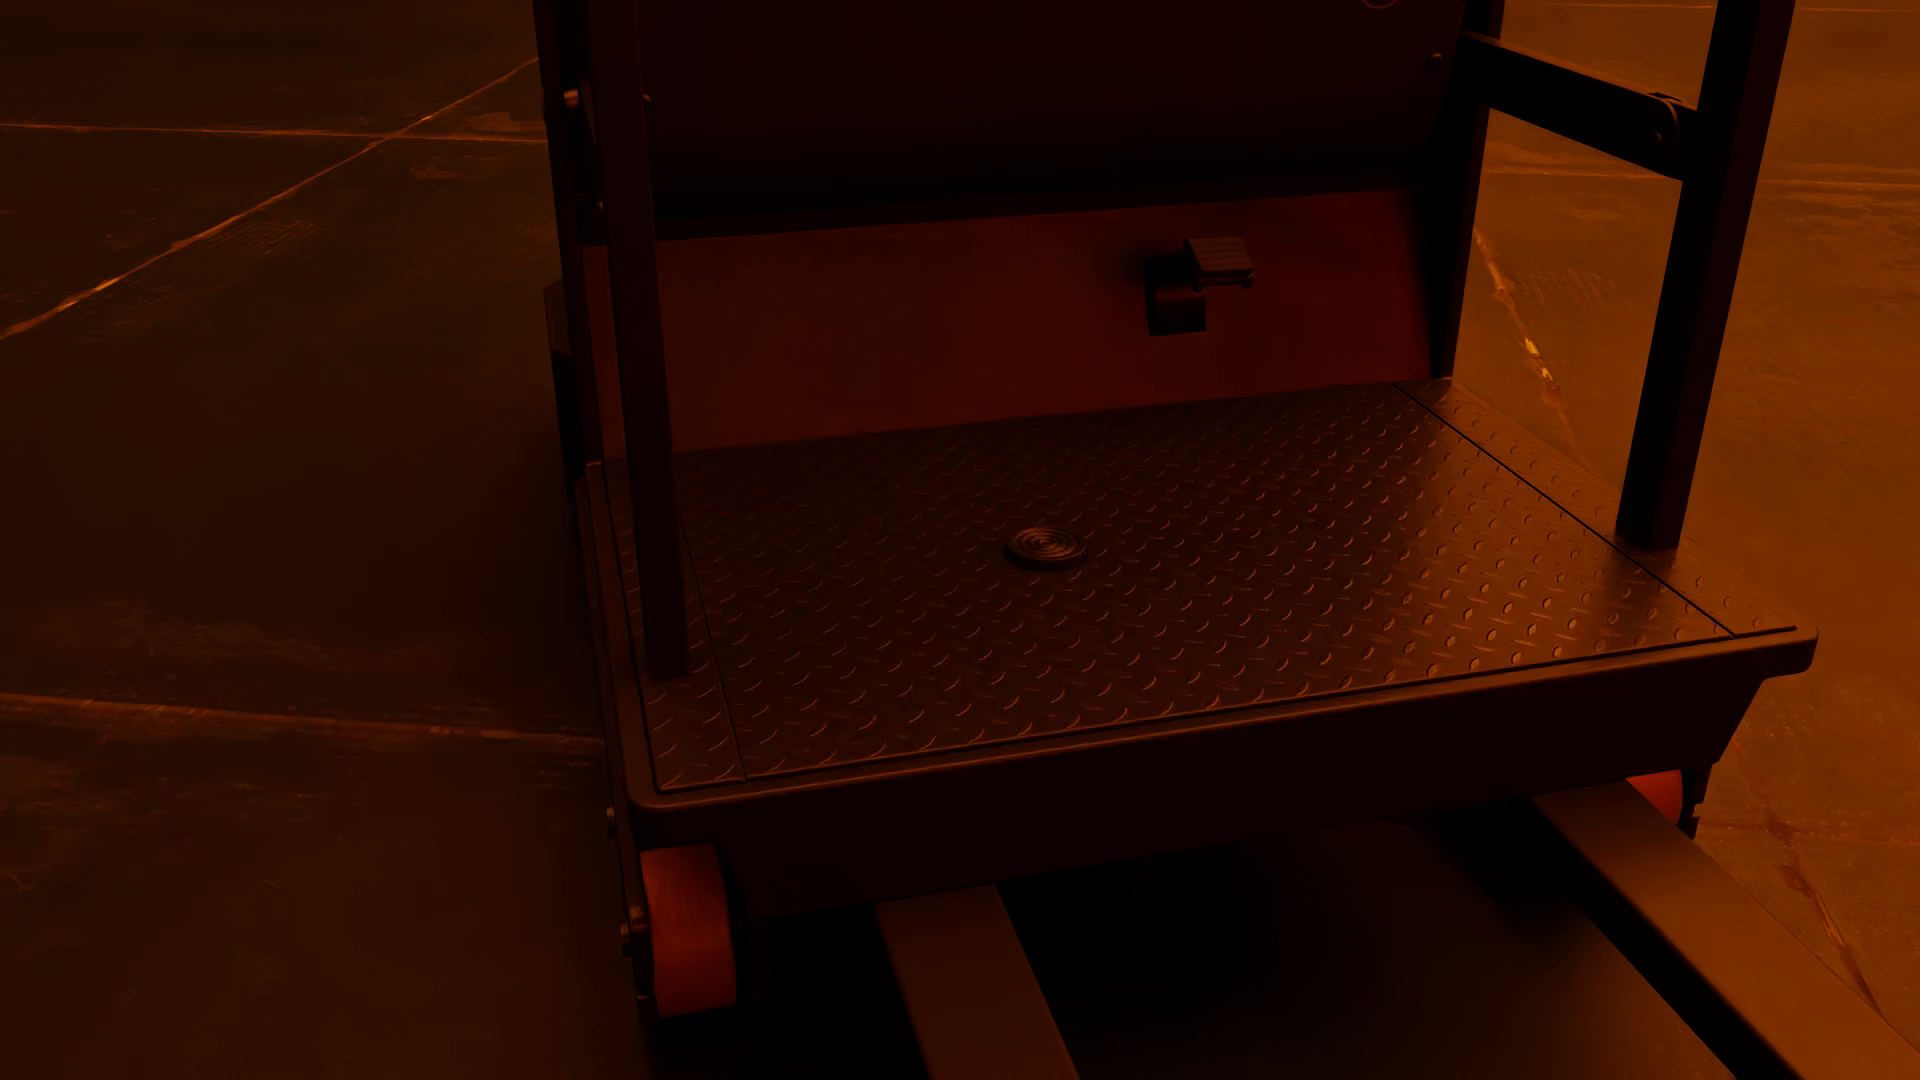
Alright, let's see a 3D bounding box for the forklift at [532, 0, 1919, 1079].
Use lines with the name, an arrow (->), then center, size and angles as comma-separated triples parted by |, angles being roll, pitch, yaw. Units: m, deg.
forklift -> 0.153, -1.049, 1.319 | 1.130, 2.935, 3.031 | -7, 27, -13
